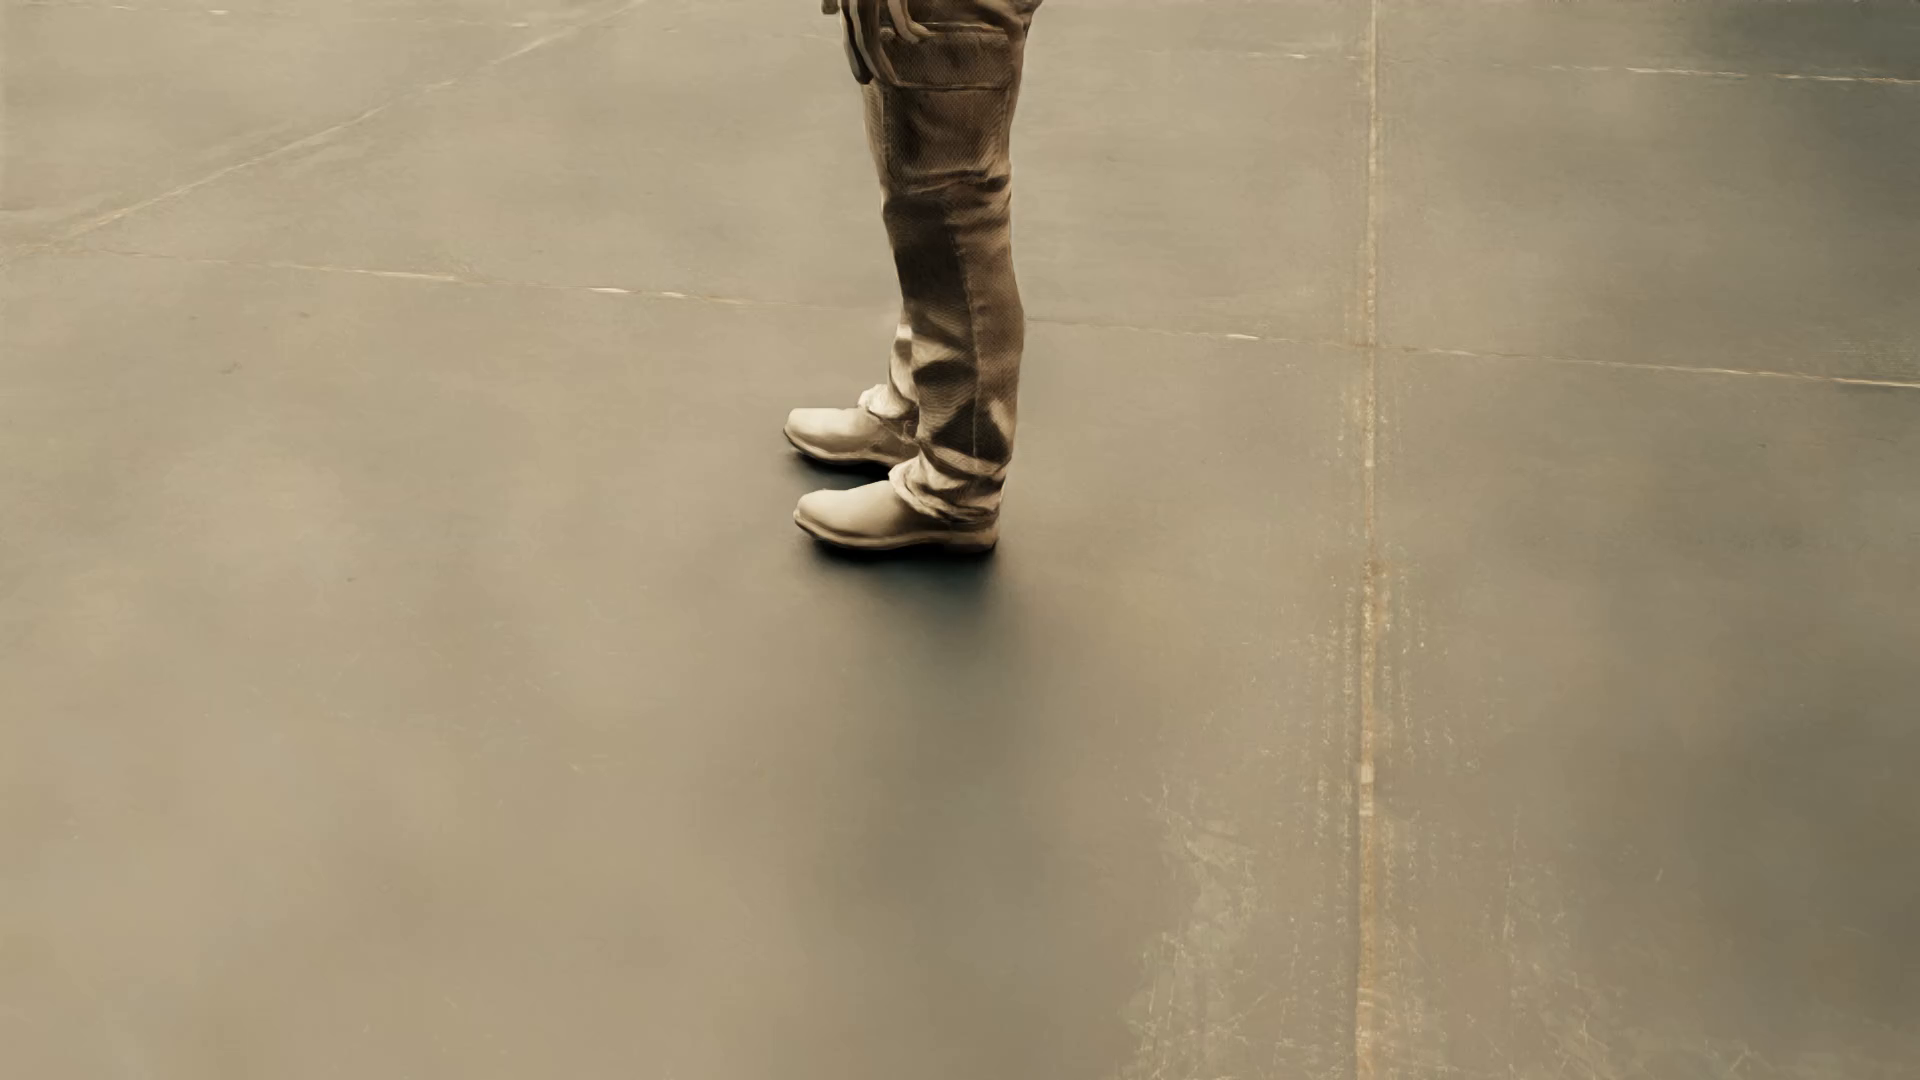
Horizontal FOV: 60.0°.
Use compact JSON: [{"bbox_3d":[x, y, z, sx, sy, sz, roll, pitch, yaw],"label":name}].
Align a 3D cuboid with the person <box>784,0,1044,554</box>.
[{"bbox_3d":[-0.069,-0.813,2.116,0.576,1.782,0.655,6,27,11],"label":"person"}]
